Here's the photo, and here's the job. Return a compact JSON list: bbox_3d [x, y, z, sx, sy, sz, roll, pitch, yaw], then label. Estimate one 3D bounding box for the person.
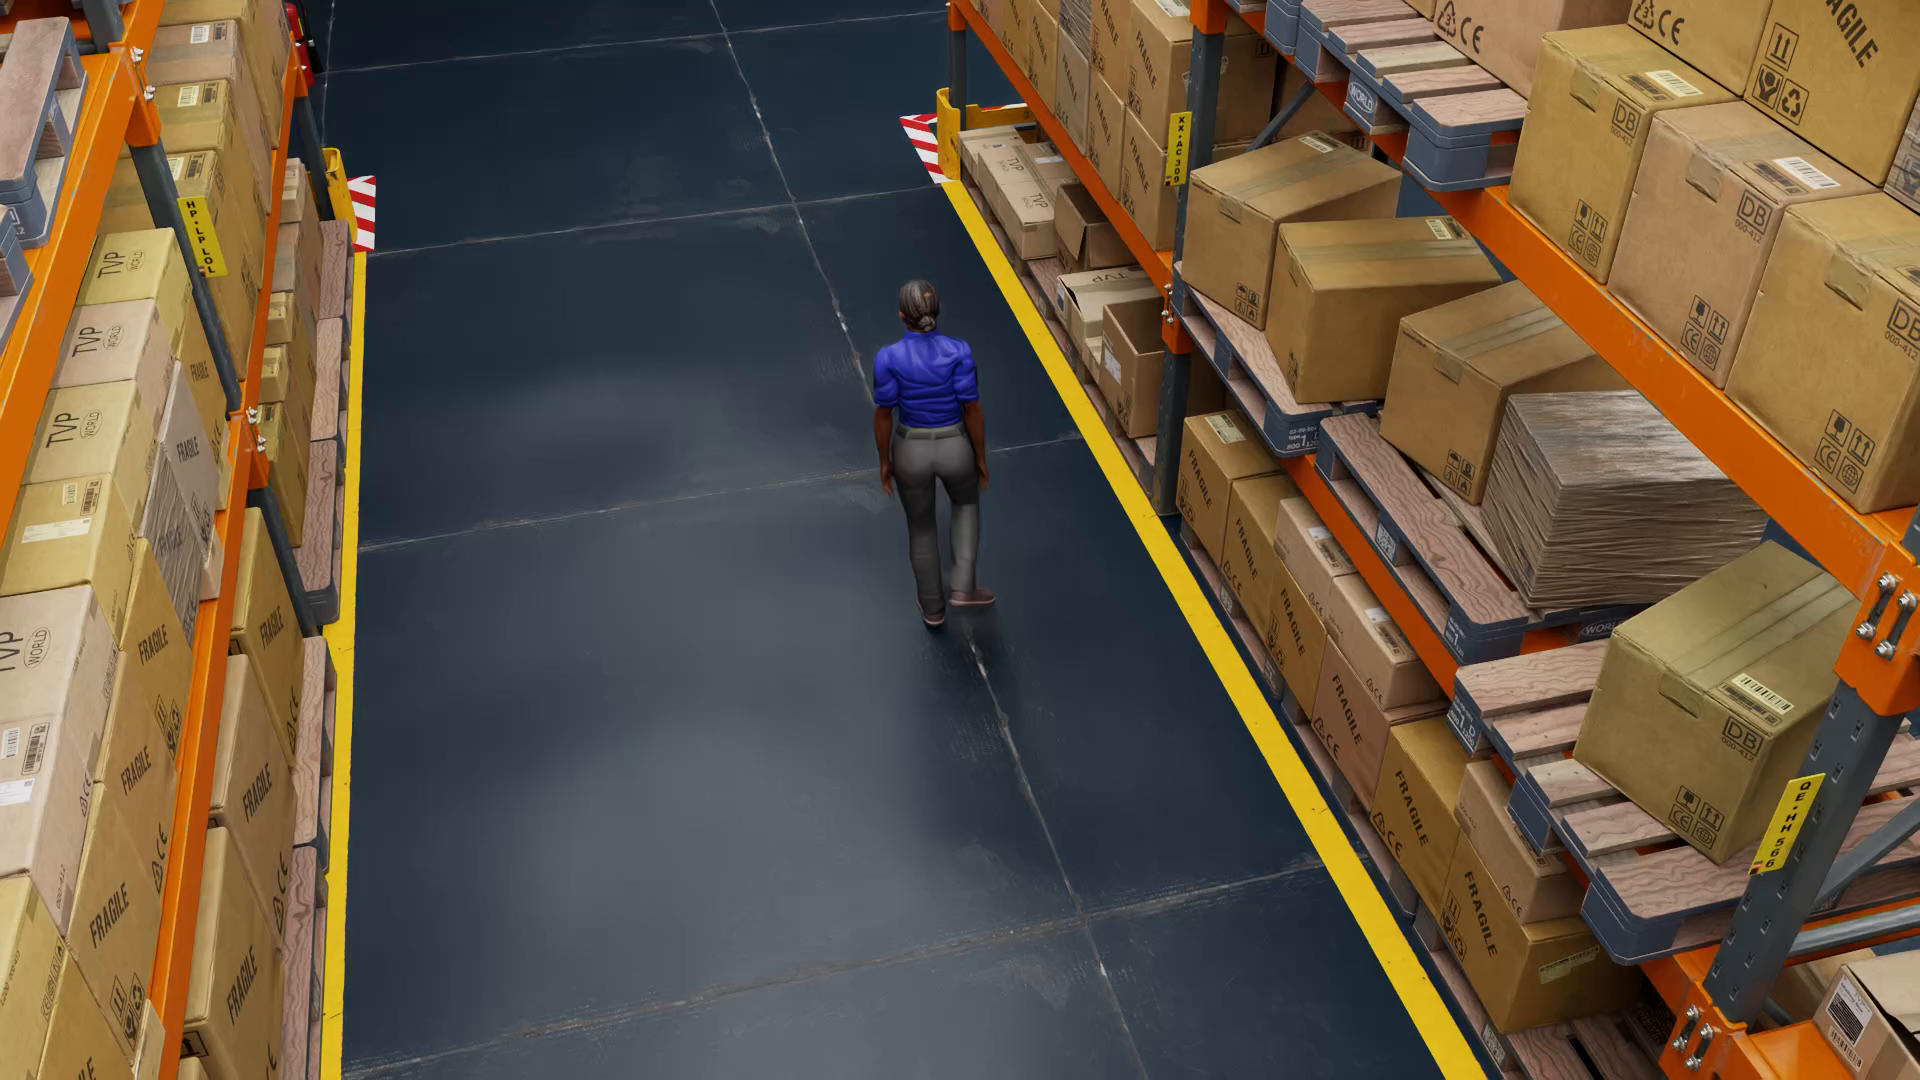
[{"bbox_3d":[-0.122,-0.368,7.111,0.483,1.578,0.436,-3,39,-4],"label":"person"}]
